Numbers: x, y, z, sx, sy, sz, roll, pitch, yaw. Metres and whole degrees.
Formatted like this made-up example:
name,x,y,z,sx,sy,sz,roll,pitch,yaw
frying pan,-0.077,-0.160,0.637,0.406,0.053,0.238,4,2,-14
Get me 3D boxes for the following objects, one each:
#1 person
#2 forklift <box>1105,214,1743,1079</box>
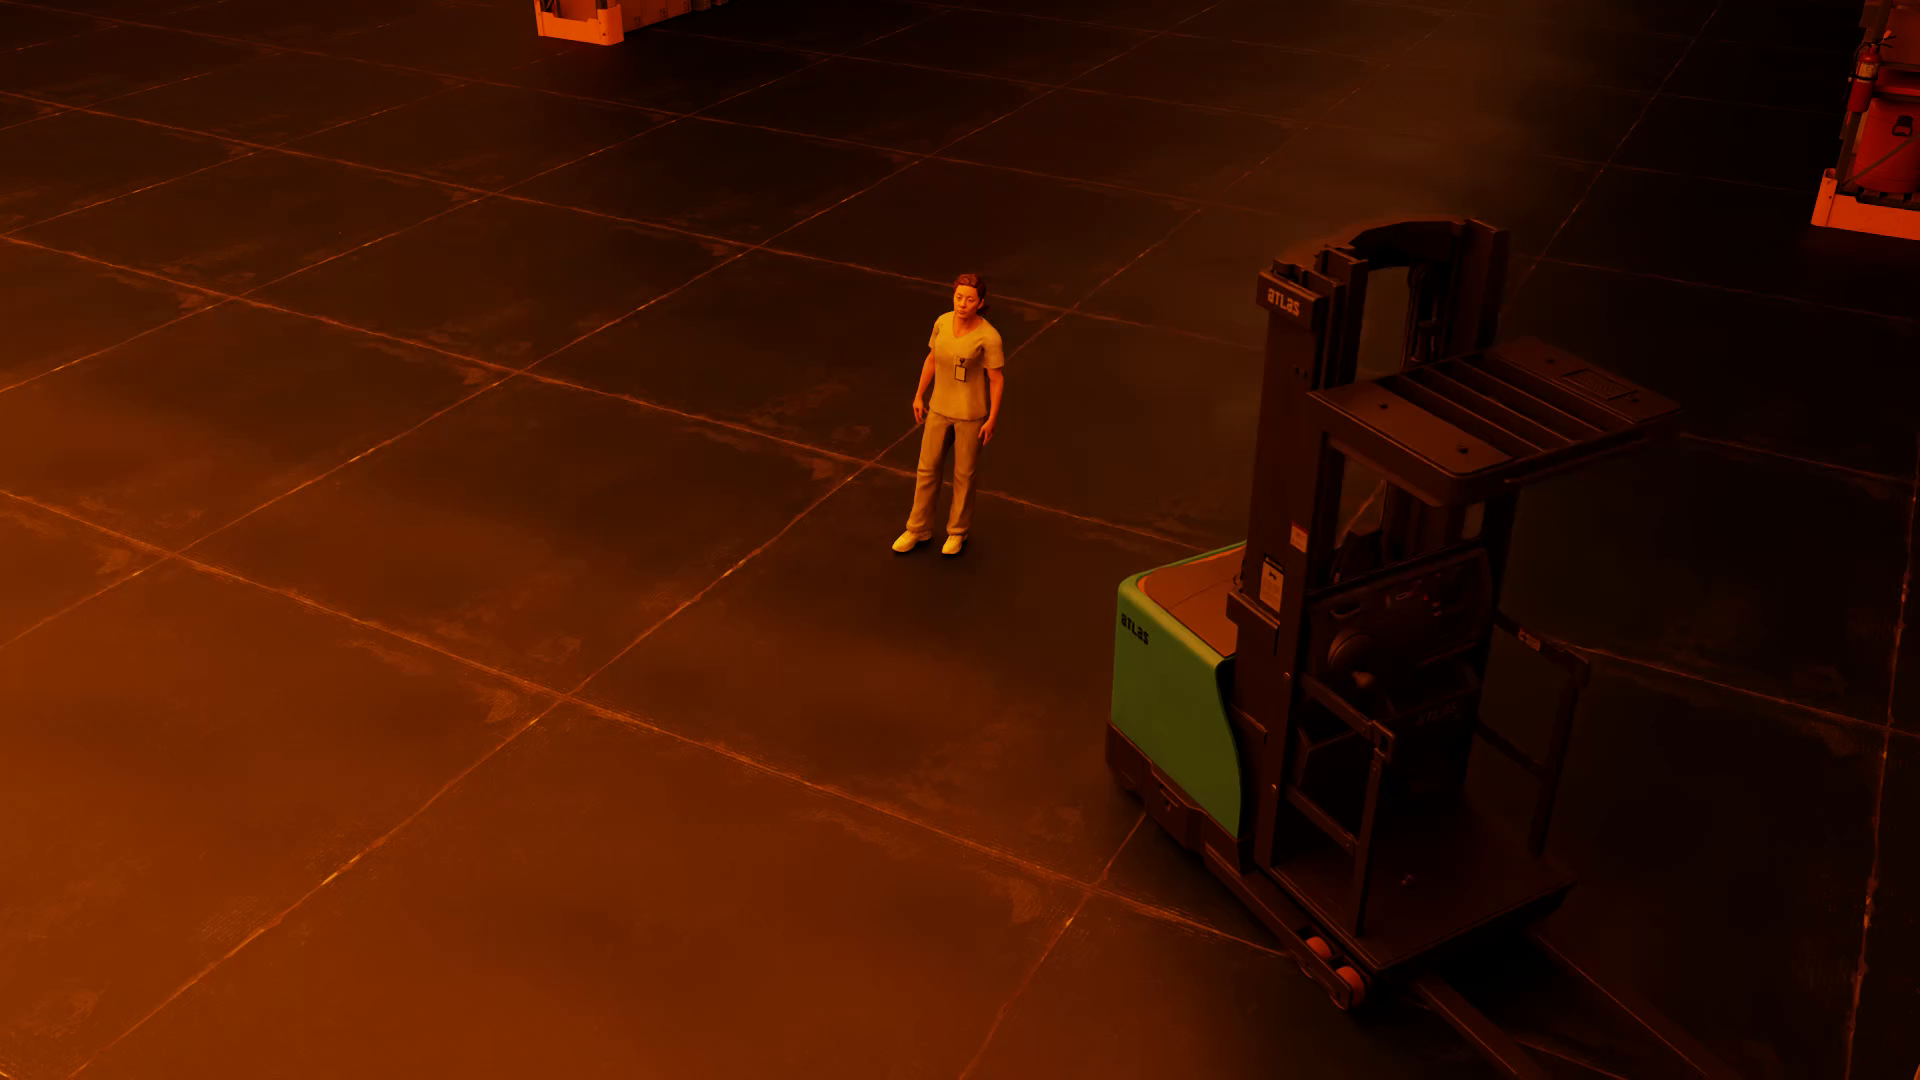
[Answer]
name,x,y,z,sx,sy,sz,roll,pitch,yaw
person,-0.048,-0.703,9.530,0.550,1.673,0.548,15,33,25
forklift,1.859,0.362,6.444,1.130,2.935,3.031,-16,33,-25
